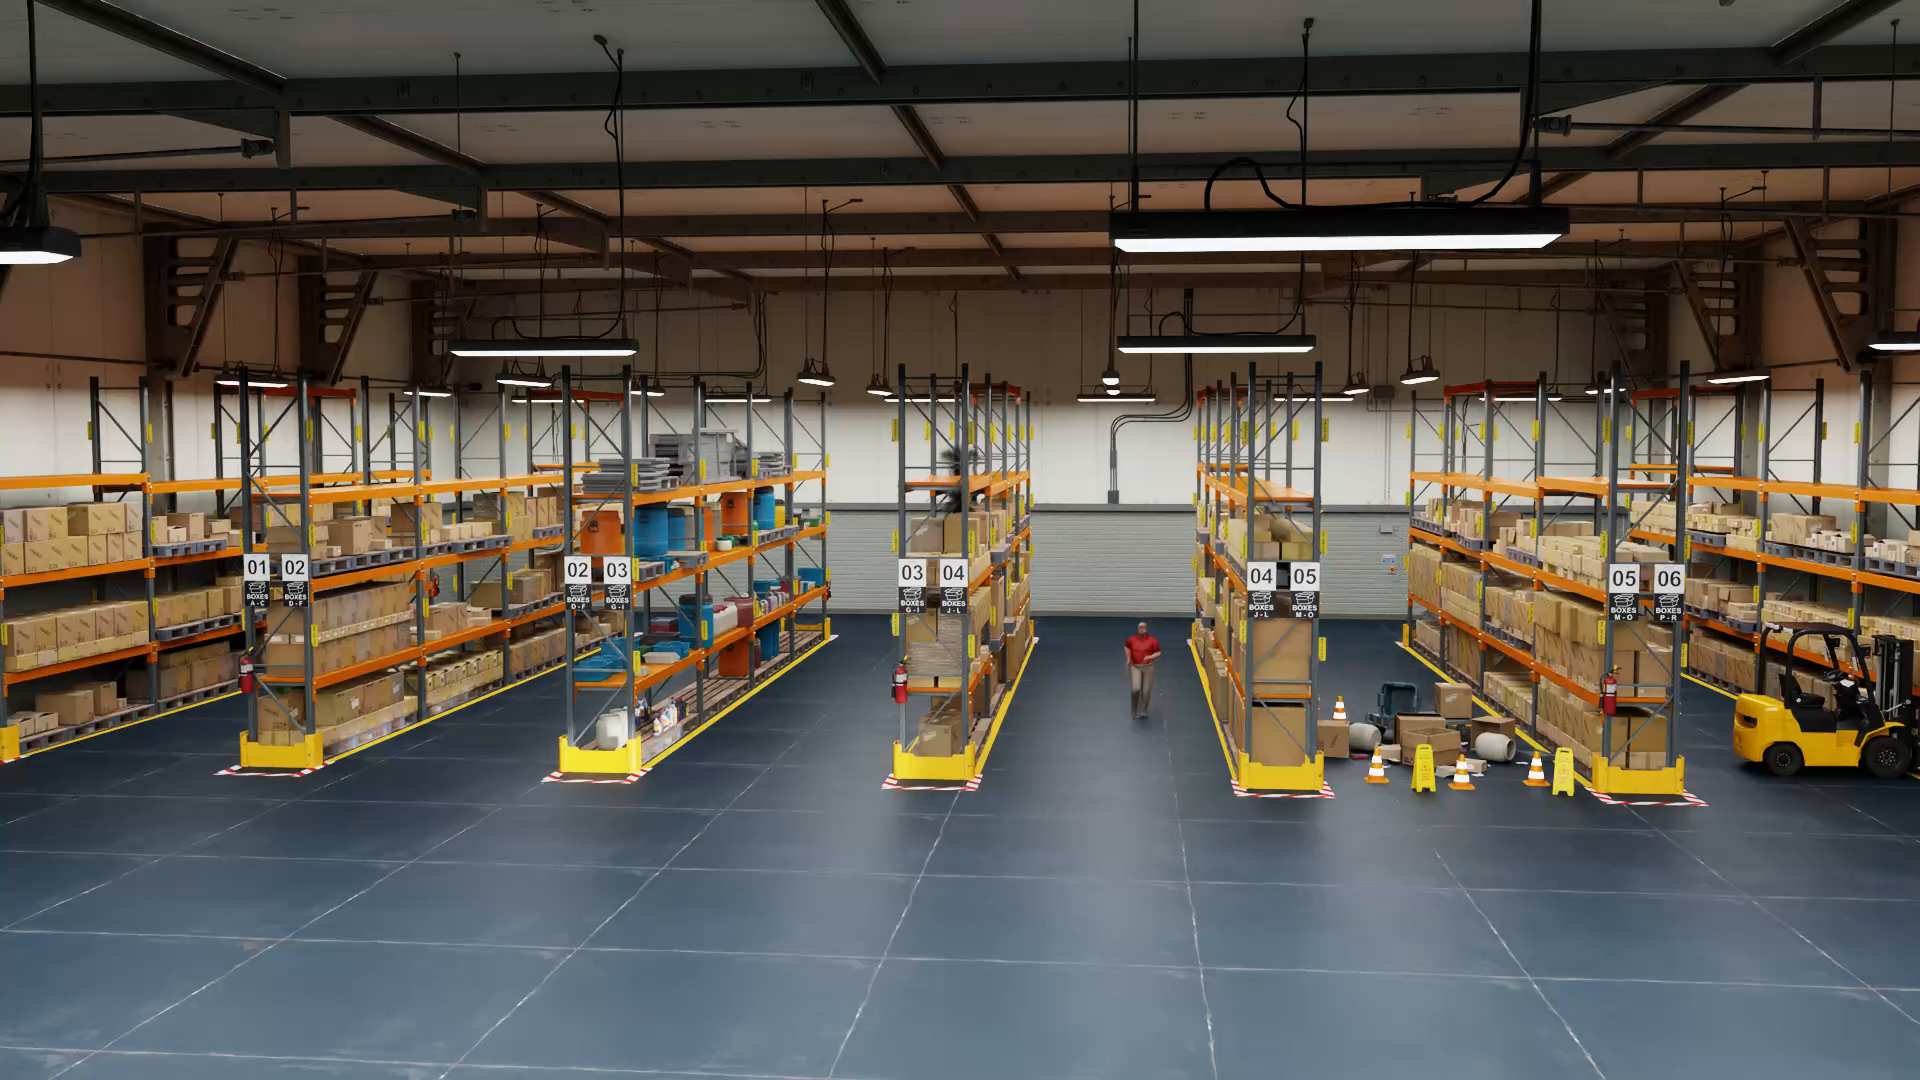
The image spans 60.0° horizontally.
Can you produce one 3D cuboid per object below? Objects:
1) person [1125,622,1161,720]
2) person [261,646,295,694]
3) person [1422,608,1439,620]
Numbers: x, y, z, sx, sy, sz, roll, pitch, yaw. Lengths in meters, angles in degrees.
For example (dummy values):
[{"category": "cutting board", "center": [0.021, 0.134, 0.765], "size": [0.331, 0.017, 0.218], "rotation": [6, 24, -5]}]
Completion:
[{"category": "person", "center": [3.187, 2.288, 29.020], "size": [0.634, 1.728, 0.699], "rotation": [0, 4, 6]}, {"category": "person", "center": [-11.473, 2.317, 28.292], "size": [0.686, 1.752, 0.994], "rotation": [0, 4, 2]}, {"category": "person", "center": [11.547, 1.565, 40.424], "size": [0.833, 1.747, 0.589], "rotation": [0, 4, -4]}]
